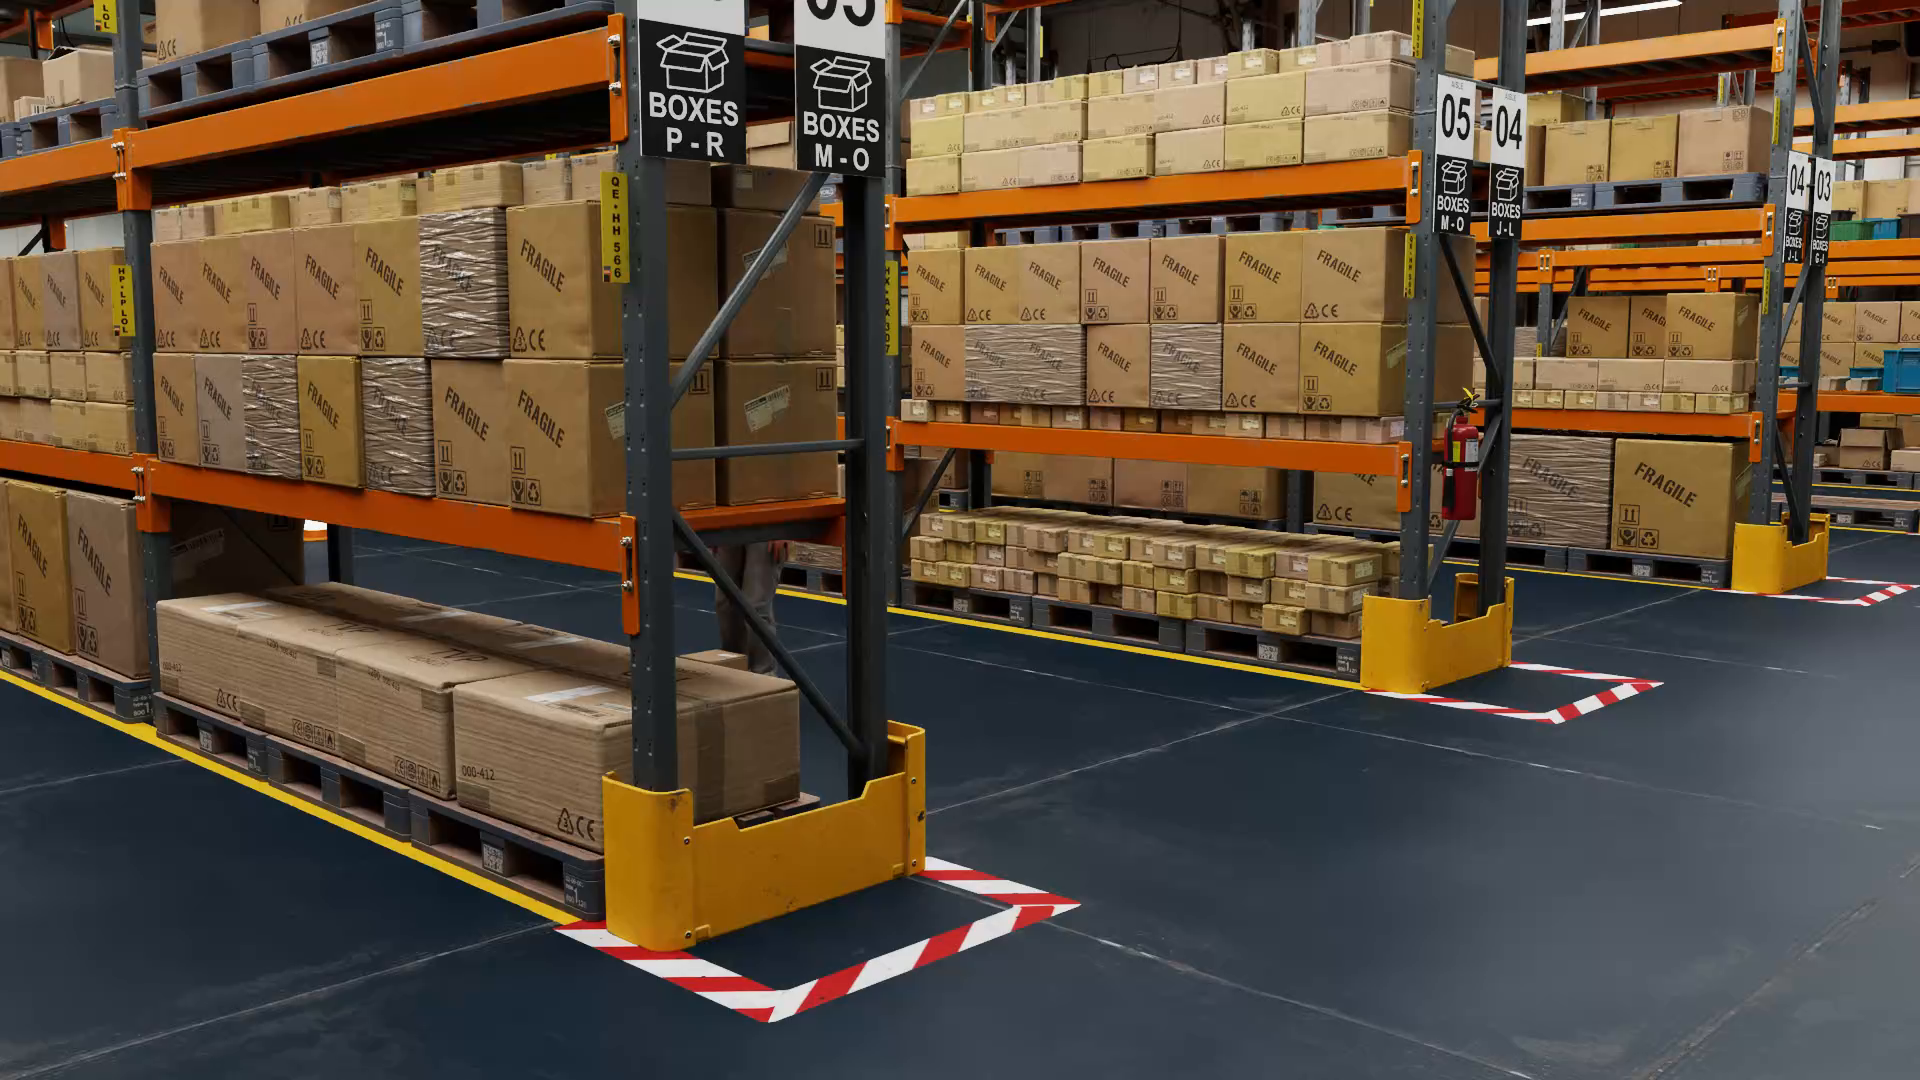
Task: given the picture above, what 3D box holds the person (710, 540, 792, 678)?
[{"bbox_3d":[-1.089,-0.060,8.638,0.593,1.771,0.475,6,9,40],"label":"person"}]
